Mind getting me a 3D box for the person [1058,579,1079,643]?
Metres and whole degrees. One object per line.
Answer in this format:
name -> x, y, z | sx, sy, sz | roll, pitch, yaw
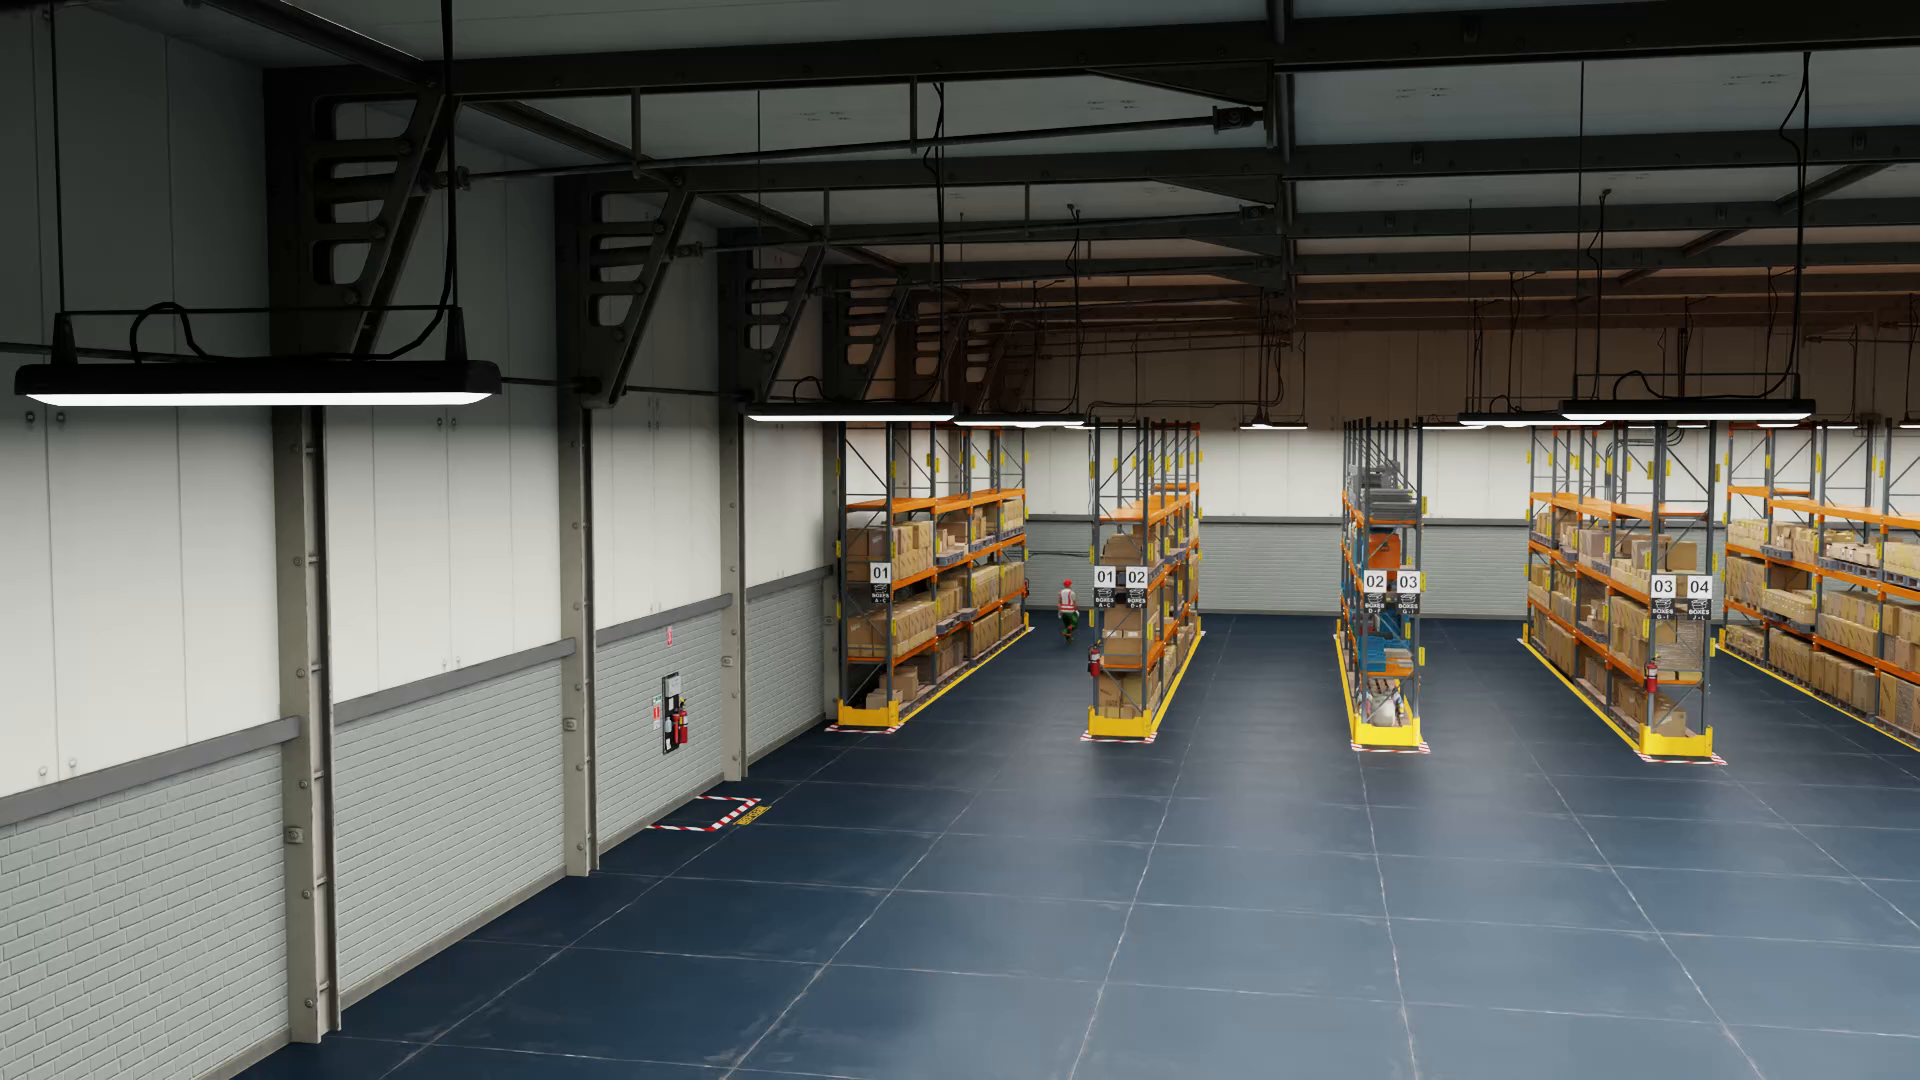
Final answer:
person -> 2.930, 1.935, 44.771 | 0.546, 1.771, 0.901 | 3, 5, 40
